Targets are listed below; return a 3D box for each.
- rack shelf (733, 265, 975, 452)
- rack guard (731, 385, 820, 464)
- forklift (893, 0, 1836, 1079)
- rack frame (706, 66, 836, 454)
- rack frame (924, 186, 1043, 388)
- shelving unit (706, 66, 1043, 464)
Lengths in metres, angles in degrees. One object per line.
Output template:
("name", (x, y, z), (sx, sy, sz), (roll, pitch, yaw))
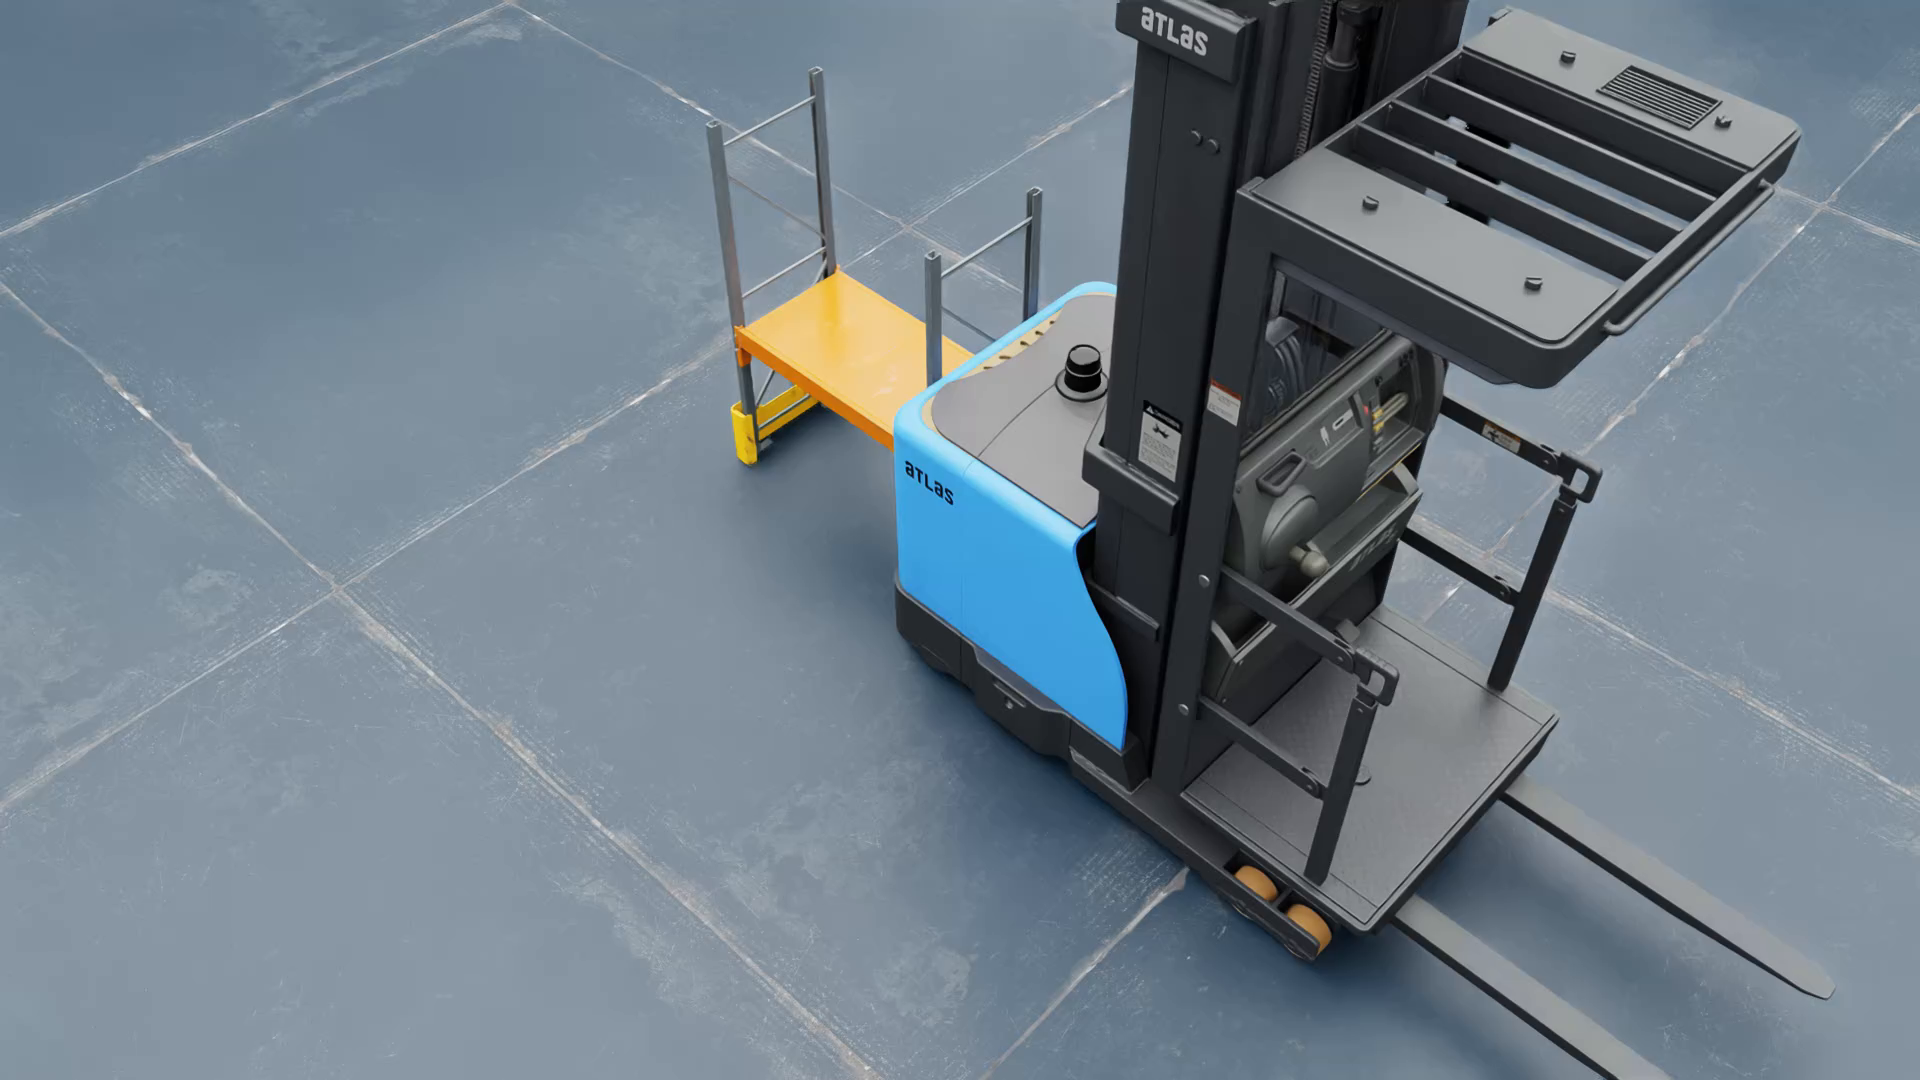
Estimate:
("rack shelf", (-0.289, -0.599, 6.030), (1.000, 0.185, 0.538), (35, 56, 28))
("rack guard", (-0.654, -0.551, 6.596), (0.087, 0.250, 0.587), (35, 56, 28))
("forklift", (1.184, -0.168, 4.398), (3.031, 2.935, 1.130), (35, 56, 28))
("rack frame", (-0.654, -0.979, 6.141), (0.032, 1.500, 0.500), (35, 56, 28))
("rack frame", (0.076, -0.464, 5.657), (0.032, 1.500, 0.500), (35, 56, 28))
("shelving unit", (-0.296, -0.726, 5.903), (1.083, 1.500, 0.587), (35, 56, 28))
